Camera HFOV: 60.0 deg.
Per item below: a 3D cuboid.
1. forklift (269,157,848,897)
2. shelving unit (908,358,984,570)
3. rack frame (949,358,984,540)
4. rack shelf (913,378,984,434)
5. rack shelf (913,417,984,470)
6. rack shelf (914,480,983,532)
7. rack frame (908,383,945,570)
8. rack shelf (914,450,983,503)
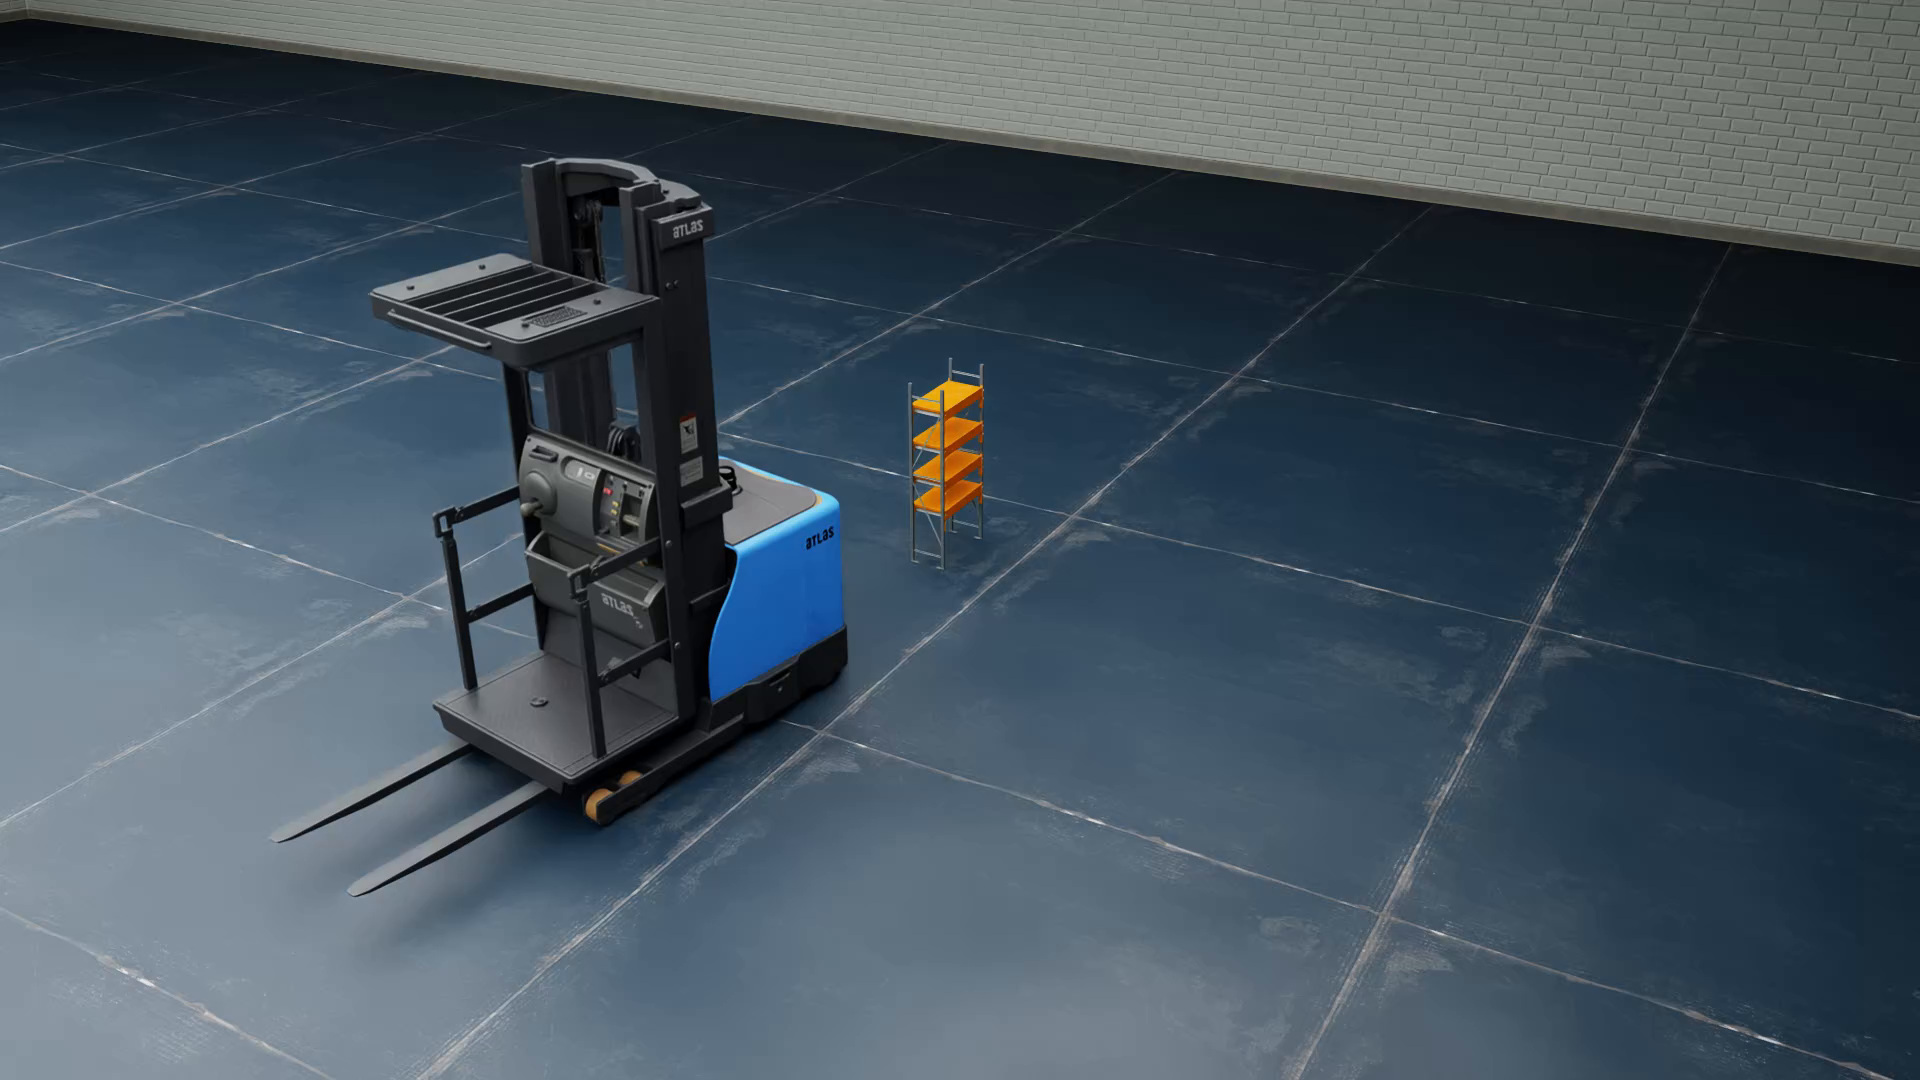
[{"bbox_3d":[-1.933,-0.194,7.864,1.130,2.935,3.031,20,33,34],"label":"forklift"},{"bbox_3d":[-0.081,-0.472,10.353,0.258,1.200,0.503,14,30,26],"label":"shelving unit"},{"bbox_3d":[0.039,-0.567,10.543,0.240,1.200,0.015,14,30,26],"label":"rack frame"},{"bbox_3d":[-0.081,-0.823,10.177,0.258,0.148,0.480,14,30,26],"label":"rack shelf"},{"bbox_3d":[-0.081,-0.612,10.283,0.258,0.148,0.480,14,30,26],"label":"rack shelf"},{"bbox_3d":[-0.081,-0.234,10.472,0.258,0.148,0.480,14,30,26],"label":"rack shelf"},{"bbox_3d":[-0.201,-0.377,10.163,0.240,1.200,0.015,14,30,26],"label":"rack frame"},{"bbox_3d":[-0.081,-0.412,10.383,0.258,0.148,0.480,14,30,26],"label":"rack shelf"}]
